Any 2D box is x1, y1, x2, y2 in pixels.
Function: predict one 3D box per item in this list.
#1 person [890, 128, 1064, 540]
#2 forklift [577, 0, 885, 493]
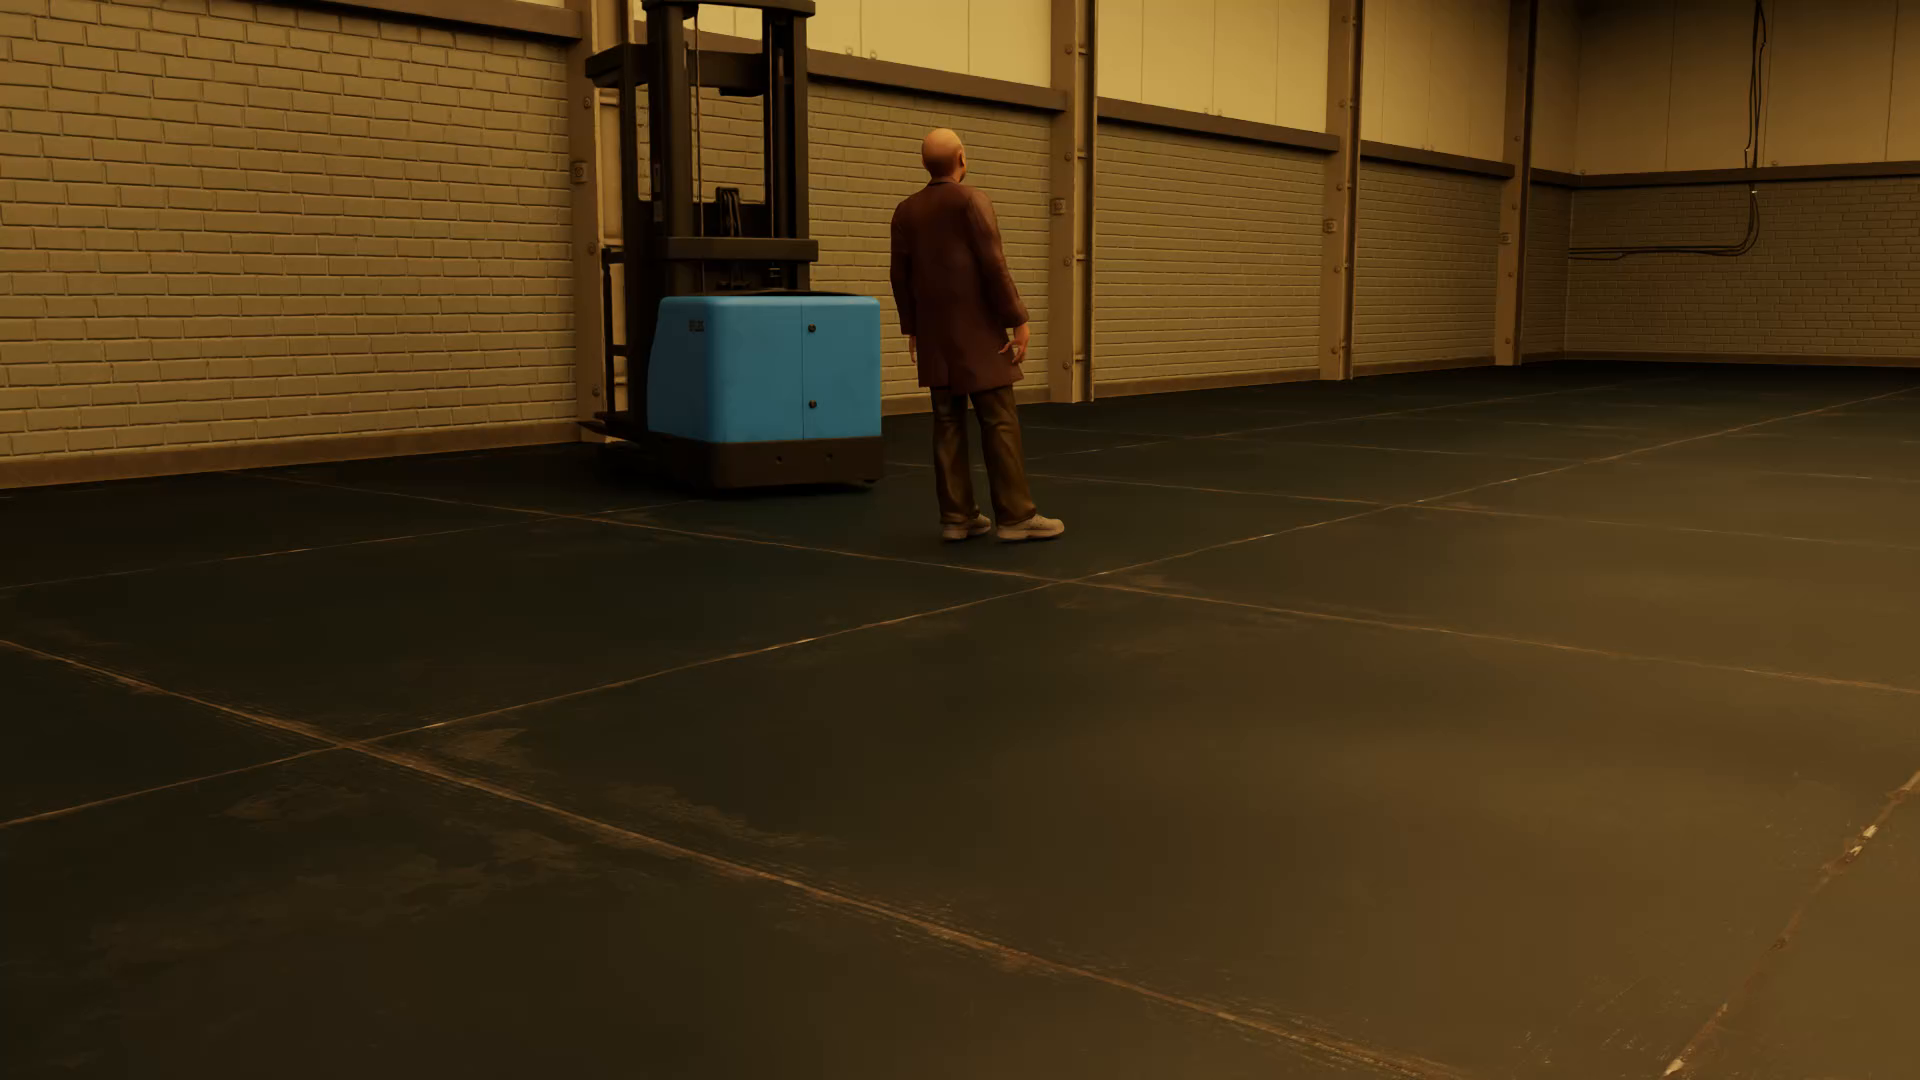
[{"bbox_3d":[0.061,-0.897,7.344,0.696,1.778,0.579,7,11,38],"label":"person"},{"bbox_3d":[-1.585,-1.873,10.083,1.130,2.935,3.031,-5,10,-29],"label":"forklift"}]
